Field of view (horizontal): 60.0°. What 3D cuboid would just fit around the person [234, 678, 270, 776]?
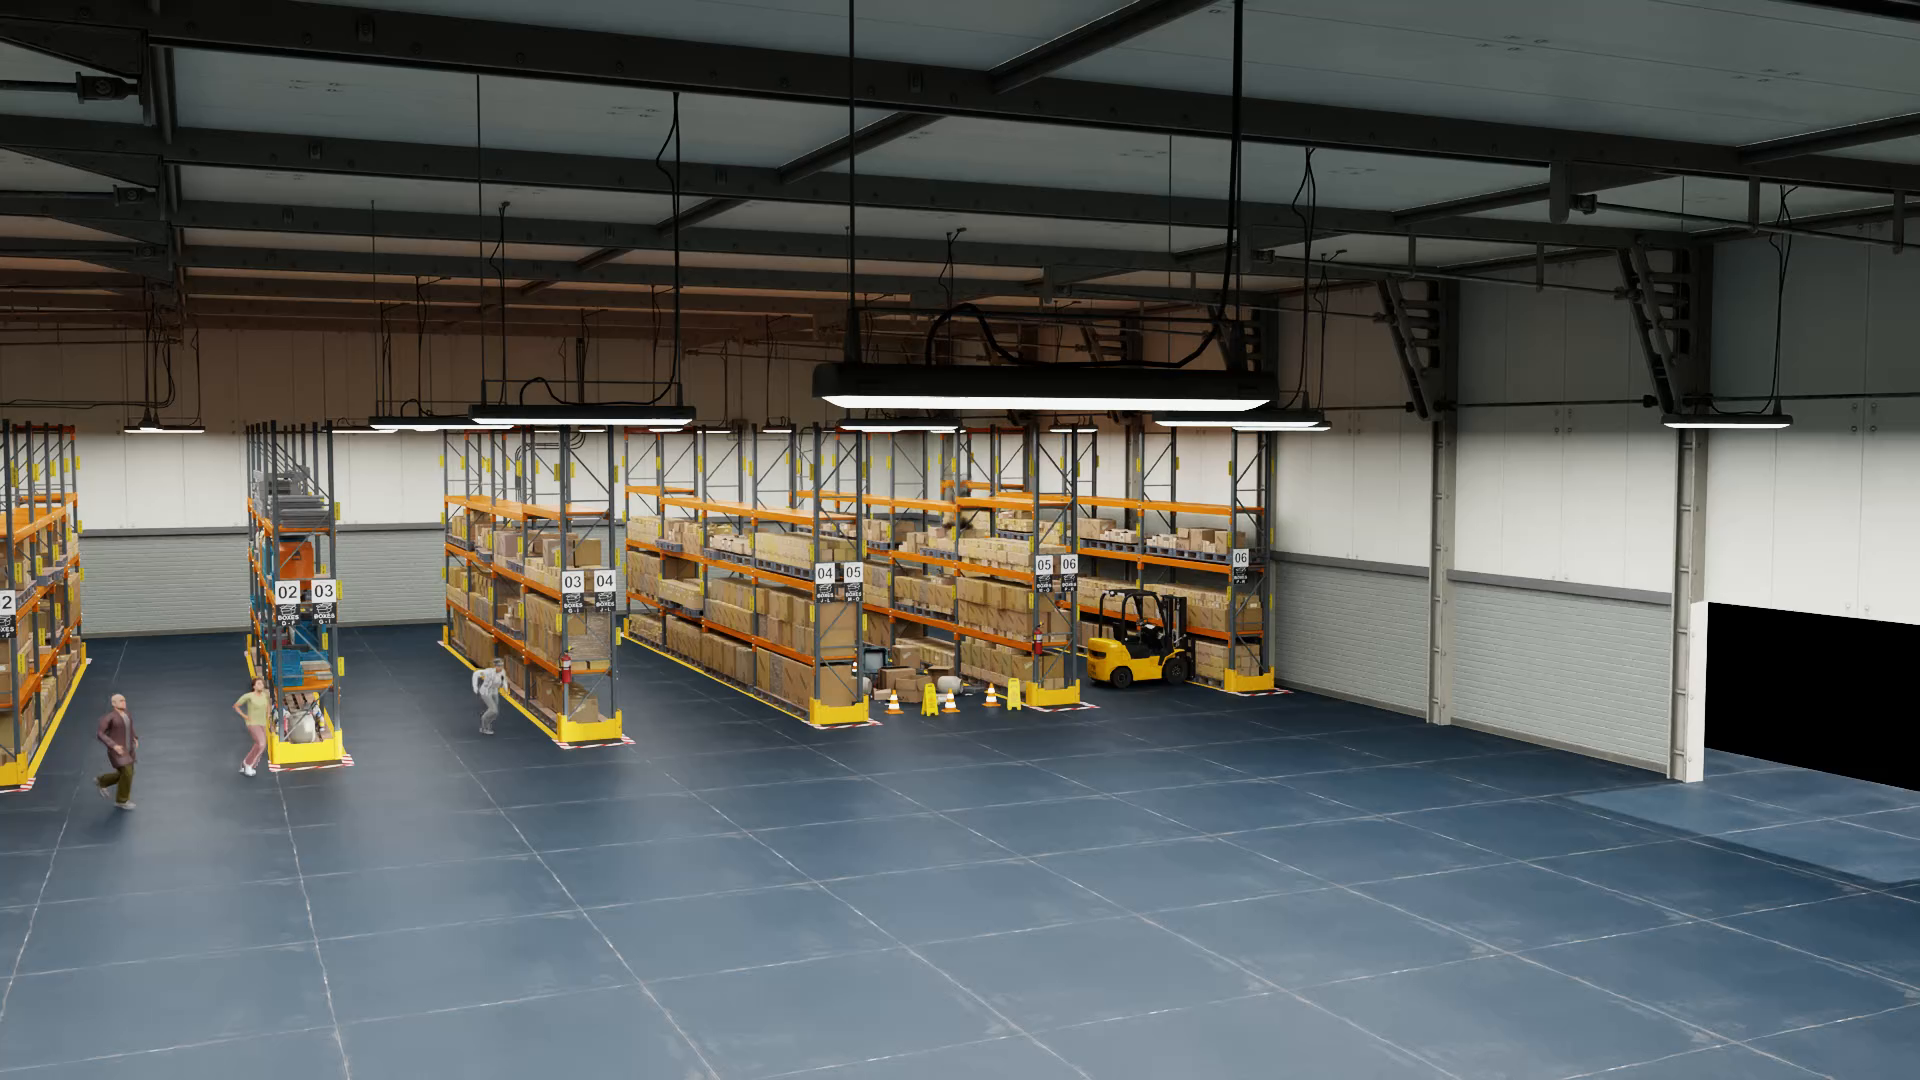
[{"bbox_3d":[-11.870,3.139,28.089,0.575,1.641,0.612,2,4,25],"label":"person"}]

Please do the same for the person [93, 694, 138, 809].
[{"bbox_3d":[-13.043,3.253,25.638,0.747,1.776,0.718,1,4,10],"label":"person"}]

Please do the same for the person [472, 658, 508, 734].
[{"bbox_3d":[-8.973,2.991,31.768,0.811,1.496,0.644,3,5,41],"label":"person"}]
